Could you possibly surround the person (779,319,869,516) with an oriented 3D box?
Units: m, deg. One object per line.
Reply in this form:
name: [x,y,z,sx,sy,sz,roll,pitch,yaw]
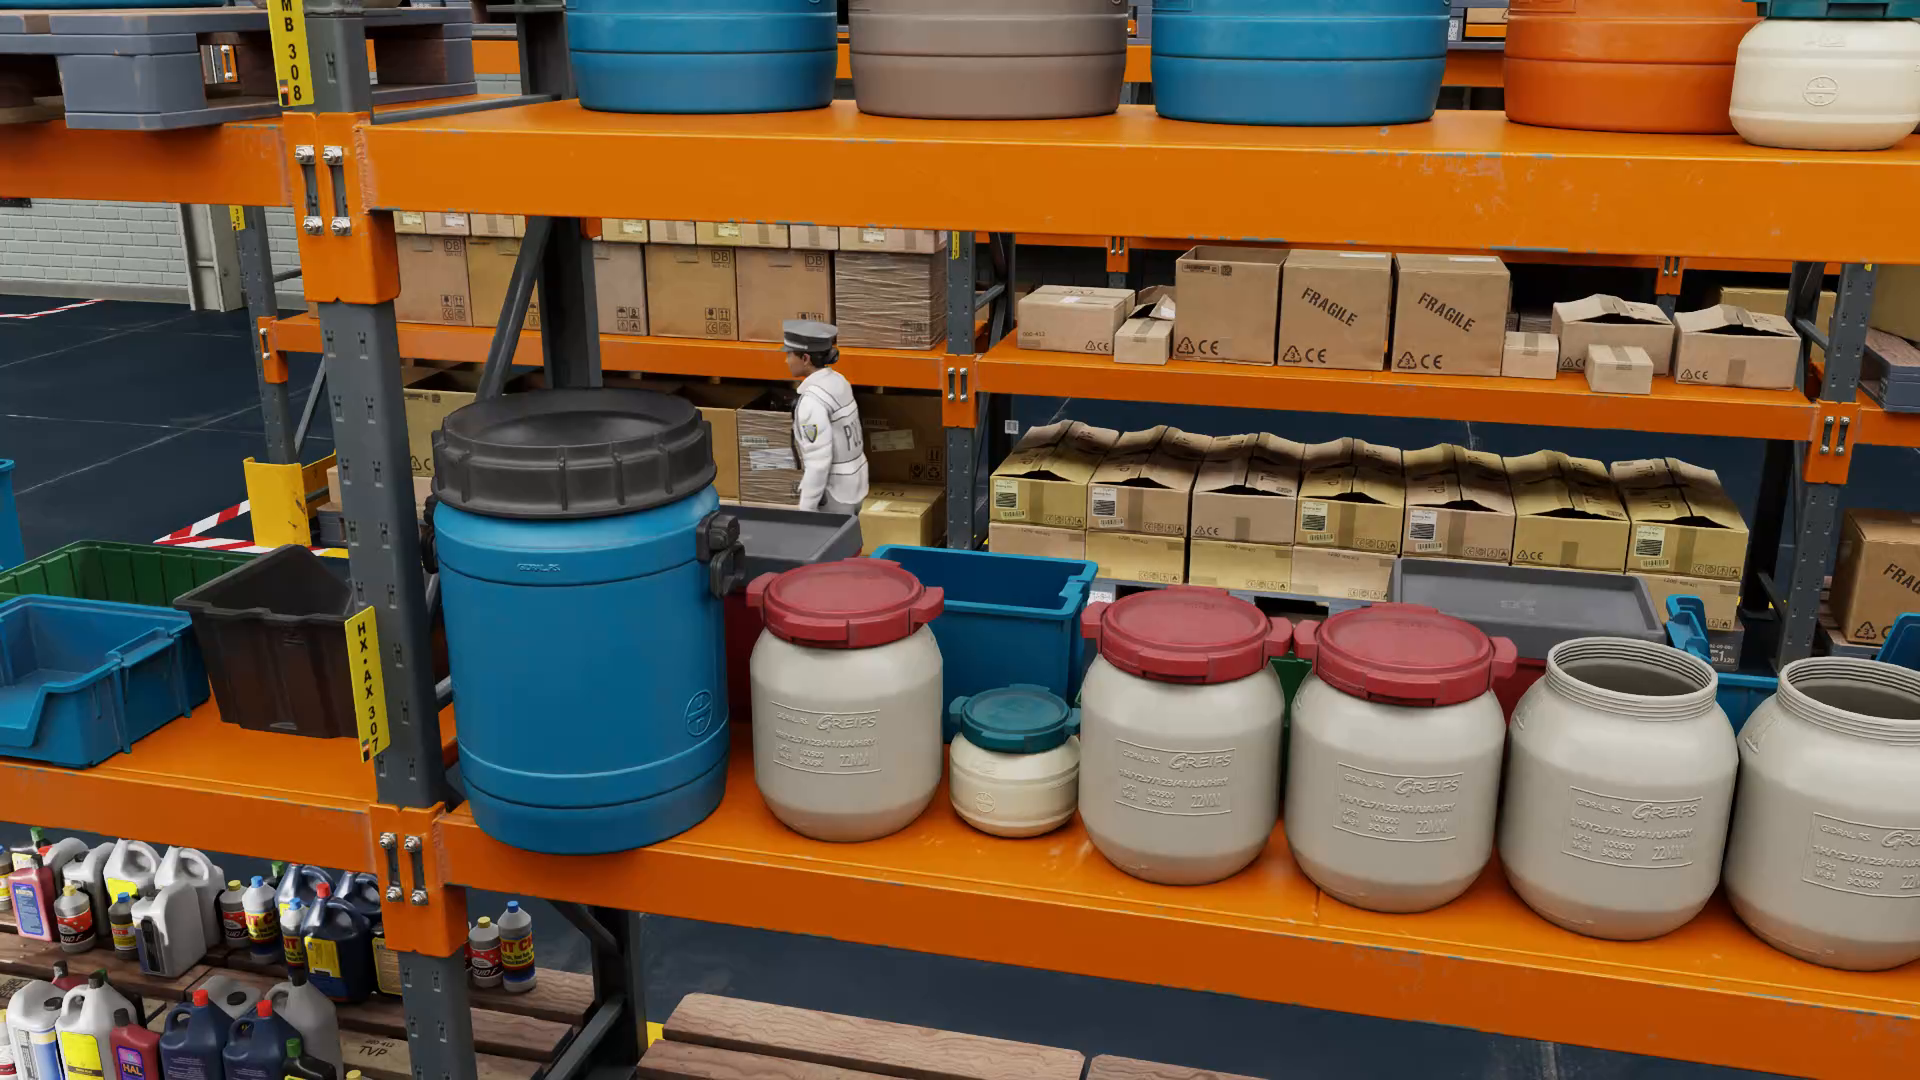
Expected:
person: [-0.617,-0.177,7.586,0.375,1.663,0.540,5,19,13]
